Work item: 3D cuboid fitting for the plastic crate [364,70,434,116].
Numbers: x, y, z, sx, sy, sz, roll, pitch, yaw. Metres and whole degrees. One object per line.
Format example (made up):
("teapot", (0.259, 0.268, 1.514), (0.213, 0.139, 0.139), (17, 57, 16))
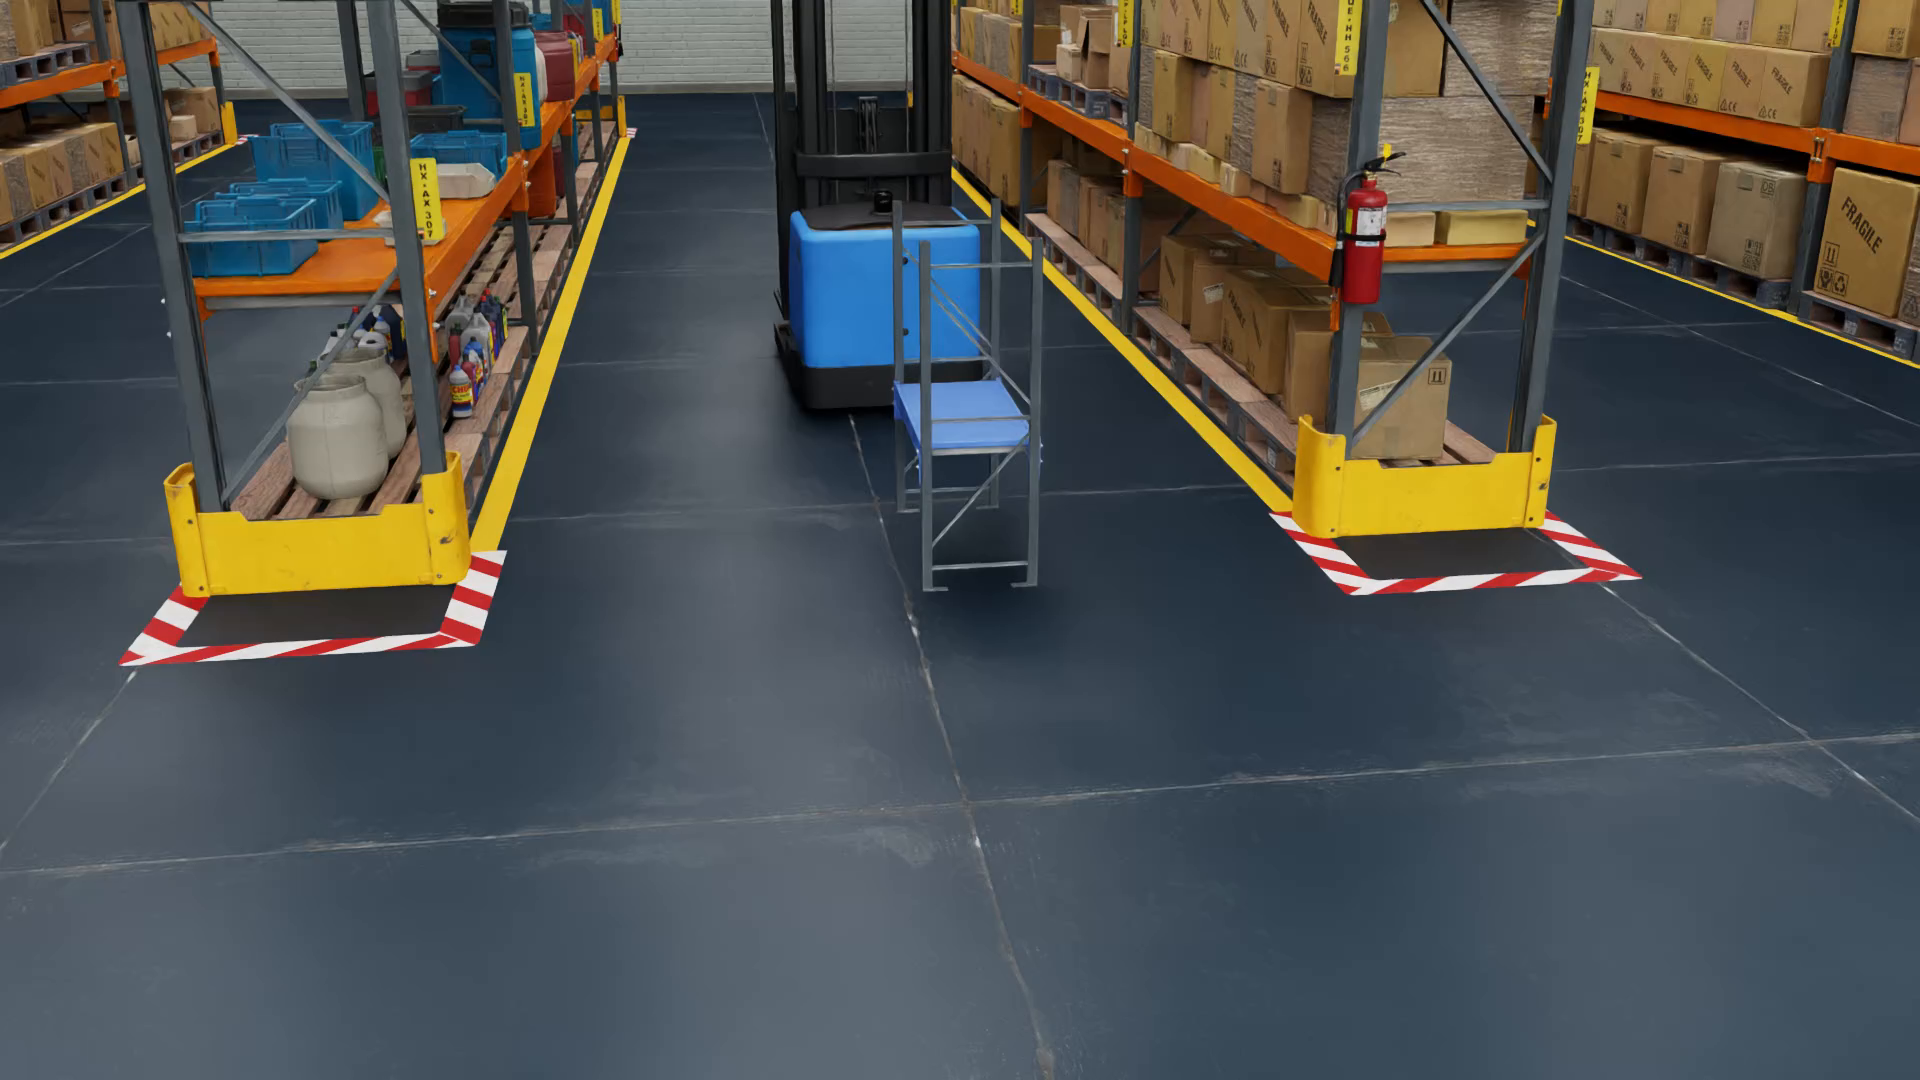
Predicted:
("plastic crate", (-3.650, -2.790, 10.808), (0.402, 0.464, 0.583), (-3, 21, -8))

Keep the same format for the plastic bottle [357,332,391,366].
("plastic bottle", (-3.340, -1.041, 9.481), (0.152, 0.276, 0.135), (-3, 21, -8))

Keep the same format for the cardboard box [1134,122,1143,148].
("cardboard box", (1.357, -2.650, 10.884), (0.380, 0.149, 0.250), (-3, 21, -8))

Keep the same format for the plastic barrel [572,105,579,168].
("plastic barrel", (-4.369, -4.402, 17.614), (0.600, 0.901, 0.708), (-3, 21, -8))

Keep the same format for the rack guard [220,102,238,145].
("rack guard", (-9.898, -5.317, 21.237), (1.175, 0.500, 0.348), (-3, 21, -8))

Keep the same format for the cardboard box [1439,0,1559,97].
("cardboard box", (2.391, -2.331, 7.674), (0.500, 0.500, 0.500), (-3, 21, -8))

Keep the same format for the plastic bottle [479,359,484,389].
("plastic bottle", (-2.732, -0.949, 9.341), (0.097, 0.201, 0.097), (0, 20, 0))

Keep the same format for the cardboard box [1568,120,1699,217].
("cardboard box", (5.969, -3.385, 15.108), (1.050, 0.750, 0.750), (-3, 21, -8))

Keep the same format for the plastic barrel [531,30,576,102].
("plastic barrel", (-3.487, -3.911, 13.706), (0.600, 0.536, 0.708), (-3, 21, -8))

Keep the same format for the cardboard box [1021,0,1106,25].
("cardboard box", (0.958, -5.013, 15.275), (0.797, 0.503, 0.637), (-2, 21, -6))

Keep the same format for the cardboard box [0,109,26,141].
("cardboard box", (-9.360, -3.990, 15.983), (0.500, 0.250, 0.500), (-3, 21, -8))

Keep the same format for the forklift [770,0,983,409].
("forklift", (-0.639, -2.604, 10.499), (1.130, 2.935, 3.031), (-4, 21, -10))

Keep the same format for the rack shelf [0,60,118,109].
("rack shelf", (-9.044, -4.100, 15.434), (1.077, 0.370, 4.000), (-3, 21, -8))

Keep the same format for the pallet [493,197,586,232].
("pallet", (-4.009, -2.957, 15.332), (1.003, 0.211, 1.213), (-3, 21, -8))

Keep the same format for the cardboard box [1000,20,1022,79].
("cardboard box", (0.665, -4.621, 15.658), (0.500, 0.500, 0.500), (-3, 21, -8))

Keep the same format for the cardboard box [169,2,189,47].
("cardboard box", (-9.431, -6.067, 19.530), (0.500, 0.500, 0.500), (-3, 21, -7))

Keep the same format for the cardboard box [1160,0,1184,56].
("cardboard box", (1.511, -3.171, 9.921), (0.500, 0.500, 0.500), (-3, 21, -8))

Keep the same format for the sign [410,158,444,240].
("sign", (-2.156, -1.379, 6.725), (0.100, 0.325, 0.005), (-3, 21, -8))

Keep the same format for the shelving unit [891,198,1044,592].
("shelving unit", (0.012, -0.673, 7.375), (0.538, 1.500, 1.048), (-3, 21, -8))

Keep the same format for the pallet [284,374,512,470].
("pallet", (-3.043, -0.644, 9.138), (1.003, 0.211, 1.213), (-3, 21, -8))

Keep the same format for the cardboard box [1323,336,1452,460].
("cardboard box", (2.127, -0.715, 8.317), (0.500, 0.500, 0.500), (1, 20, 2))

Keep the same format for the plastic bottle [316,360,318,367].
("plastic bottle", (-3.408, -0.855, 8.983), (0.152, 0.276, 0.135), (-3, 21, -7))

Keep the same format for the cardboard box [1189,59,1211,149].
("cardboard box", (1.837, -2.542, 9.667), (0.875, 0.500, 0.500), (-3, 21, -8))

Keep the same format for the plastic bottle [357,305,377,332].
("plastic bottle", (-3.572, -1.273, 9.993), (0.144, 0.351, 0.185), (-2, 21, -6))

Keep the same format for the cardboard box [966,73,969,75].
("cardboard box", (0.455, -5.061, 19.417), (0.875, 0.875, 0.875), (-3, 21, -8))

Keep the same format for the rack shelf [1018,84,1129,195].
("rack shelf", (1.336, -3.213, 13.060), (1.077, 0.370, 4.000), (-3, 21, -8))

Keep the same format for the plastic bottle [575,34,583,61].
("plastic bottle", (-3.975, -5.125, 17.318), (0.061, 0.283, 0.133), (-3, 21, -8))

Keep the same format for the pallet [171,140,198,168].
("pallet", (-9.610, -4.484, 19.420), (1.003, 0.211, 1.213), (-3, 21, -8))

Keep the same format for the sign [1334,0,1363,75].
("sign", (1.648, -2.142, 7.058), (0.100, 0.325, 0.005), (-3, 21, -8))

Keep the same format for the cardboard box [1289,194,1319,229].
("cardboard box", (1.833, -1.614, 8.109), (0.380, 0.149, 0.250), (-3, 21, -8))

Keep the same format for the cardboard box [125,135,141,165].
("cardboard box", (-9.179, -4.232, 17.974), (0.500, 0.311, 0.500), (-3, 21, -8))

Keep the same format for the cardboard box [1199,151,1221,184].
("cardboard box", (1.587, -2.132, 9.495), (0.380, 0.149, 0.250), (-3, 21, -8))

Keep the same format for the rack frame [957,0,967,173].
("rack frame", (0.471, -5.627, 18.496), (1.000, 3.000, 0.127), (-3, 21, -8))

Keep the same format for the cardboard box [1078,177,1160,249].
("cardboard box", (1.345, -2.659, 13.493), (0.700, 0.500, 0.500), (-1, 21, -3))

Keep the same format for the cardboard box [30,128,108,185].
("cardboard box", (-8.915, -3.836, 16.644), (0.500, 0.500, 0.500), (-3, 21, -8))

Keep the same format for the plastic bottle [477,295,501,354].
("plastic bottle", (-2.872, -1.298, 10.062), (0.144, 0.351, 0.185), (-4, 21, -10))

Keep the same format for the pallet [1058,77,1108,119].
("pallet", (1.373, -3.469, 12.992), (1.003, 0.211, 1.213), (-3, 21, -8))

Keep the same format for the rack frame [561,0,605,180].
("rack frame", (-4.430, -5.378, 17.827), (1.000, 3.000, 0.127), (-3, 21, -8))

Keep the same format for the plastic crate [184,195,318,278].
("plastic crate", (-3.069, -1.311, 7.153), (0.499, 0.251, 0.616), (-3, 21, -8))

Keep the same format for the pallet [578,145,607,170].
("pallet", (-4.575, -4.324, 18.992), (1.003, 0.211, 1.213), (-3, 21, -8))

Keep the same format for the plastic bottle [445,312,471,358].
("plastic bottle", (-3.015, -1.247, 10.032), (0.152, 0.276, 0.135), (-3, 21, -8))

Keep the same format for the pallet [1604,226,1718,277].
("pallet", (6.182, -2.453, 13.983), (1.003, 0.211, 1.213), (-3, 21, -8))

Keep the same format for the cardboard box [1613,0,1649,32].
("cardboard box", (6.099, -4.642, 14.286), (0.700, 0.500, 0.500), (-3, 21, -9))

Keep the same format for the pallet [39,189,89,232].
("pallet", (-8.999, -3.120, 15.767), (1.003, 0.211, 1.213), (-3, 21, -8))

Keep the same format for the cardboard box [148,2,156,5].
("cardboard box", (-9.271, -6.178, 18.399), (0.500, 0.500, 0.500), (-4, 21, -9))

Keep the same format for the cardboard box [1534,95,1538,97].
("cardboard box", (5.902, -4.614, 17.682), (0.500, 0.250, 0.500), (-4, 21, -10))

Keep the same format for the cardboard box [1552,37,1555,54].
("cardboard box", (5.444, -4.684, 15.730), (0.380, 0.149, 0.250), (-3, 21, -7))

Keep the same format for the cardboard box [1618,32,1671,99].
("cardboard box", (5.916, -3.985, 13.956), (0.500, 0.500, 0.500), (-3, 21, -8))

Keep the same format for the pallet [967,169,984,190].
("pallet", (0.657, -4.058, 18.279), (1.003, 0.211, 1.213), (-3, 21, -8))

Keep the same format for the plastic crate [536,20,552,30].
("plastic crate", (-5.064, -6.050, 19.782), (0.416, 0.233, 0.300), (-3, 21, -8))

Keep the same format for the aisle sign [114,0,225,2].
("aisle sign", (-2.984, -2.401, 6.142), (0.394, 0.787, 0.004), (-3, 21, -8))

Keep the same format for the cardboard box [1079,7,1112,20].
("cardboard box", (1.344, -4.113, 13.698), (0.700, 0.500, 0.500), (0, 20, 0))

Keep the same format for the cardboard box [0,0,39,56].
("cardboard box", (-9.017, -4.764, 15.441), (0.700, 0.500, 0.500), (-8, 22, -21))
